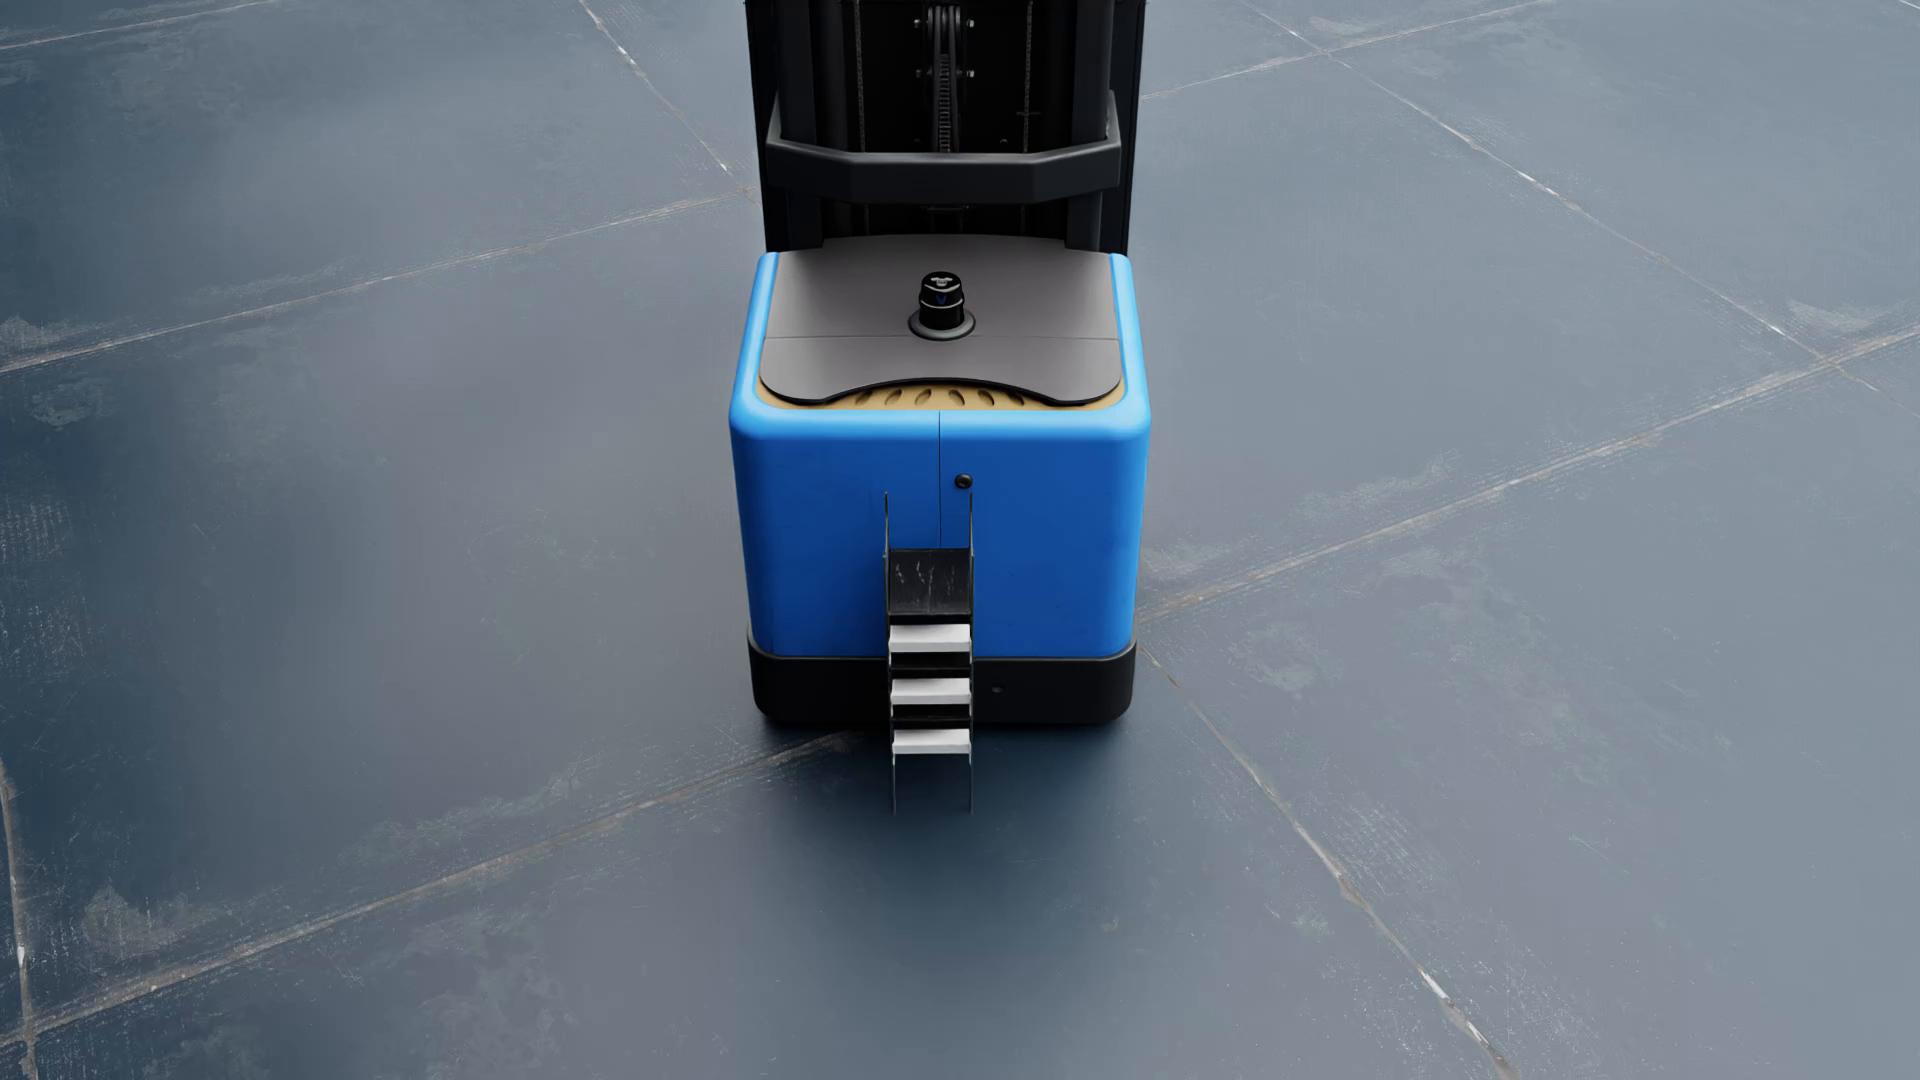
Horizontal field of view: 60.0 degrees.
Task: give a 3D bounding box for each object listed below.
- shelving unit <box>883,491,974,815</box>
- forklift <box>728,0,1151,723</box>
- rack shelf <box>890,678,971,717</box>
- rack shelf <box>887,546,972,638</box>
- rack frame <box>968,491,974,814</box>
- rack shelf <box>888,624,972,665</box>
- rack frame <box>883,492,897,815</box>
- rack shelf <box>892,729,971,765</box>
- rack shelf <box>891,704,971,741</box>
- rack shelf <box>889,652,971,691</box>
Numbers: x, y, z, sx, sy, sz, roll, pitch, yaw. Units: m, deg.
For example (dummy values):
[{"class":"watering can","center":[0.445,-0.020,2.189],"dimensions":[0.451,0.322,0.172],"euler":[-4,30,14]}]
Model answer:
[{"class":"shelving unit","center":[-0.074,0.305,4.194],"dimensions":[0.210,0.900,0.258],"euler":[-1,40,-1]},{"class":"forklift","center":[-0.038,-1.542,4.803],"dimensions":[1.130,2.935,3.031],"euler":[0,40,0]},{"class":"rack shelf","center":[-0.074,0.330,4.215],"dimensions":[0.200,0.077,0.258],"euler":[-1,40,-1]},{"class":"rack shelf","center":[-0.074,0.124,4.041],"dimensions":[0.200,0.077,0.258],"euler":[-1,40,-1]},{"class":"rack frame","center":[0.028,0.304,4.195],"dimensions":[0.006,0.900,0.240],"euler":[-1,40,-1]},{"class":"rack shelf","center":[-0.074,0.193,4.099],"dimensions":[0.200,0.077,0.258],"euler":[-1,40,-1]},{"class":"rack frame","center":[-0.176,0.306,4.193],"dimensions":[0.006,0.900,0.240],"euler":[-1,40,-1]},{"class":"rack shelf","center":[-0.074,0.467,4.331],"dimensions":[0.200,0.077,0.258],"euler":[-1,40,-1]},{"class":"rack shelf","center":[-0.074,0.399,4.273],"dimensions":[0.200,0.077,0.258],"euler":[-1,40,-1]},{"class":"rack shelf","center":[-0.074,0.261,4.157],"dimensions":[0.200,0.077,0.258],"euler":[-1,40,-1]}]
